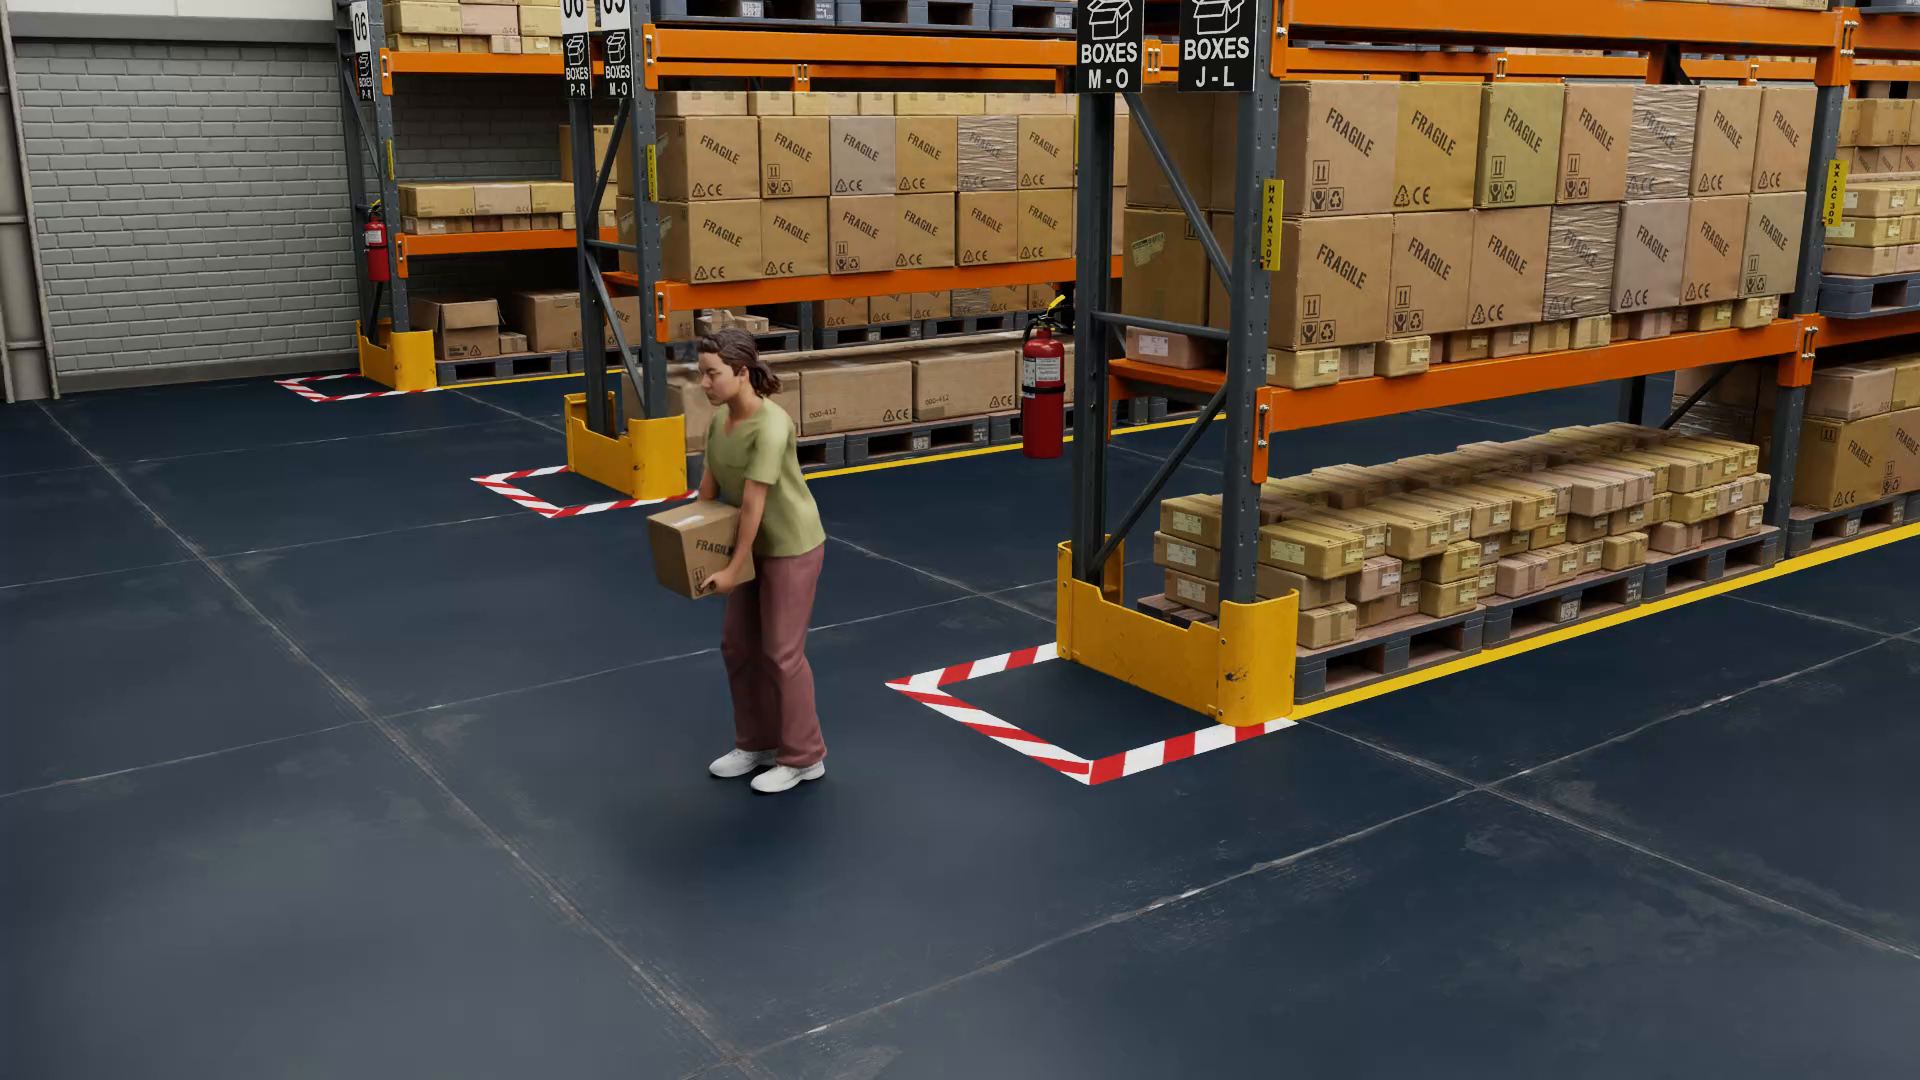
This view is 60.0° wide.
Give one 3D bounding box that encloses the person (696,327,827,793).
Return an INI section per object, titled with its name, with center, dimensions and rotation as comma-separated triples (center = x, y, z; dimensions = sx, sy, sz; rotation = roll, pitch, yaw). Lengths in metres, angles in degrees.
[person]
center = -0.732, 0.073, 5.808
dimensions = 0.527, 1.644, 0.406
rotation = -11, 18, -36
